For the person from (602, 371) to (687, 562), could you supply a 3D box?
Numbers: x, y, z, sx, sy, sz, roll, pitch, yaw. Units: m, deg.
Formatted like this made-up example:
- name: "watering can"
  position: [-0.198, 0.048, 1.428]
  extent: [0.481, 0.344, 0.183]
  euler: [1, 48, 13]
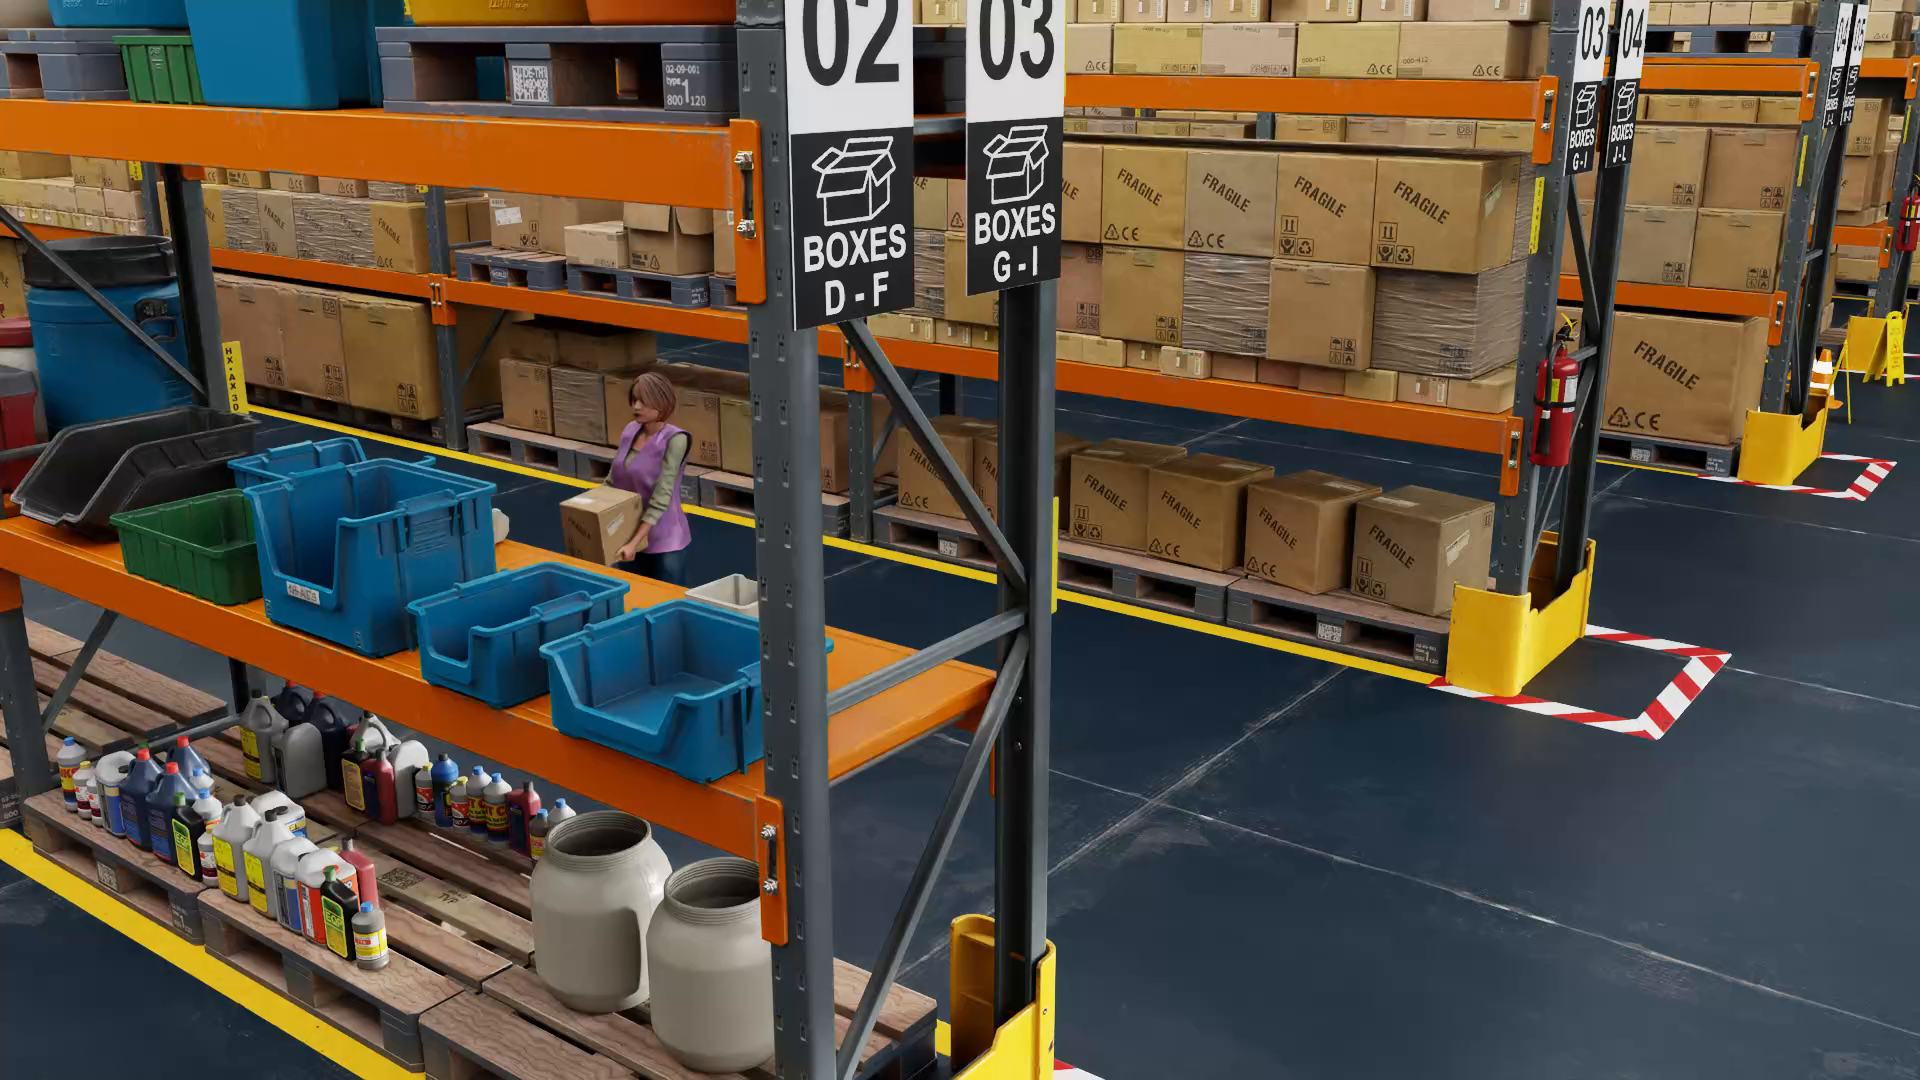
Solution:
- name: "person"
  position: [-1.432, 0.059, 7.372]
  extent: [0.401, 1.596, 0.485]
  euler: [12, 21, 35]
